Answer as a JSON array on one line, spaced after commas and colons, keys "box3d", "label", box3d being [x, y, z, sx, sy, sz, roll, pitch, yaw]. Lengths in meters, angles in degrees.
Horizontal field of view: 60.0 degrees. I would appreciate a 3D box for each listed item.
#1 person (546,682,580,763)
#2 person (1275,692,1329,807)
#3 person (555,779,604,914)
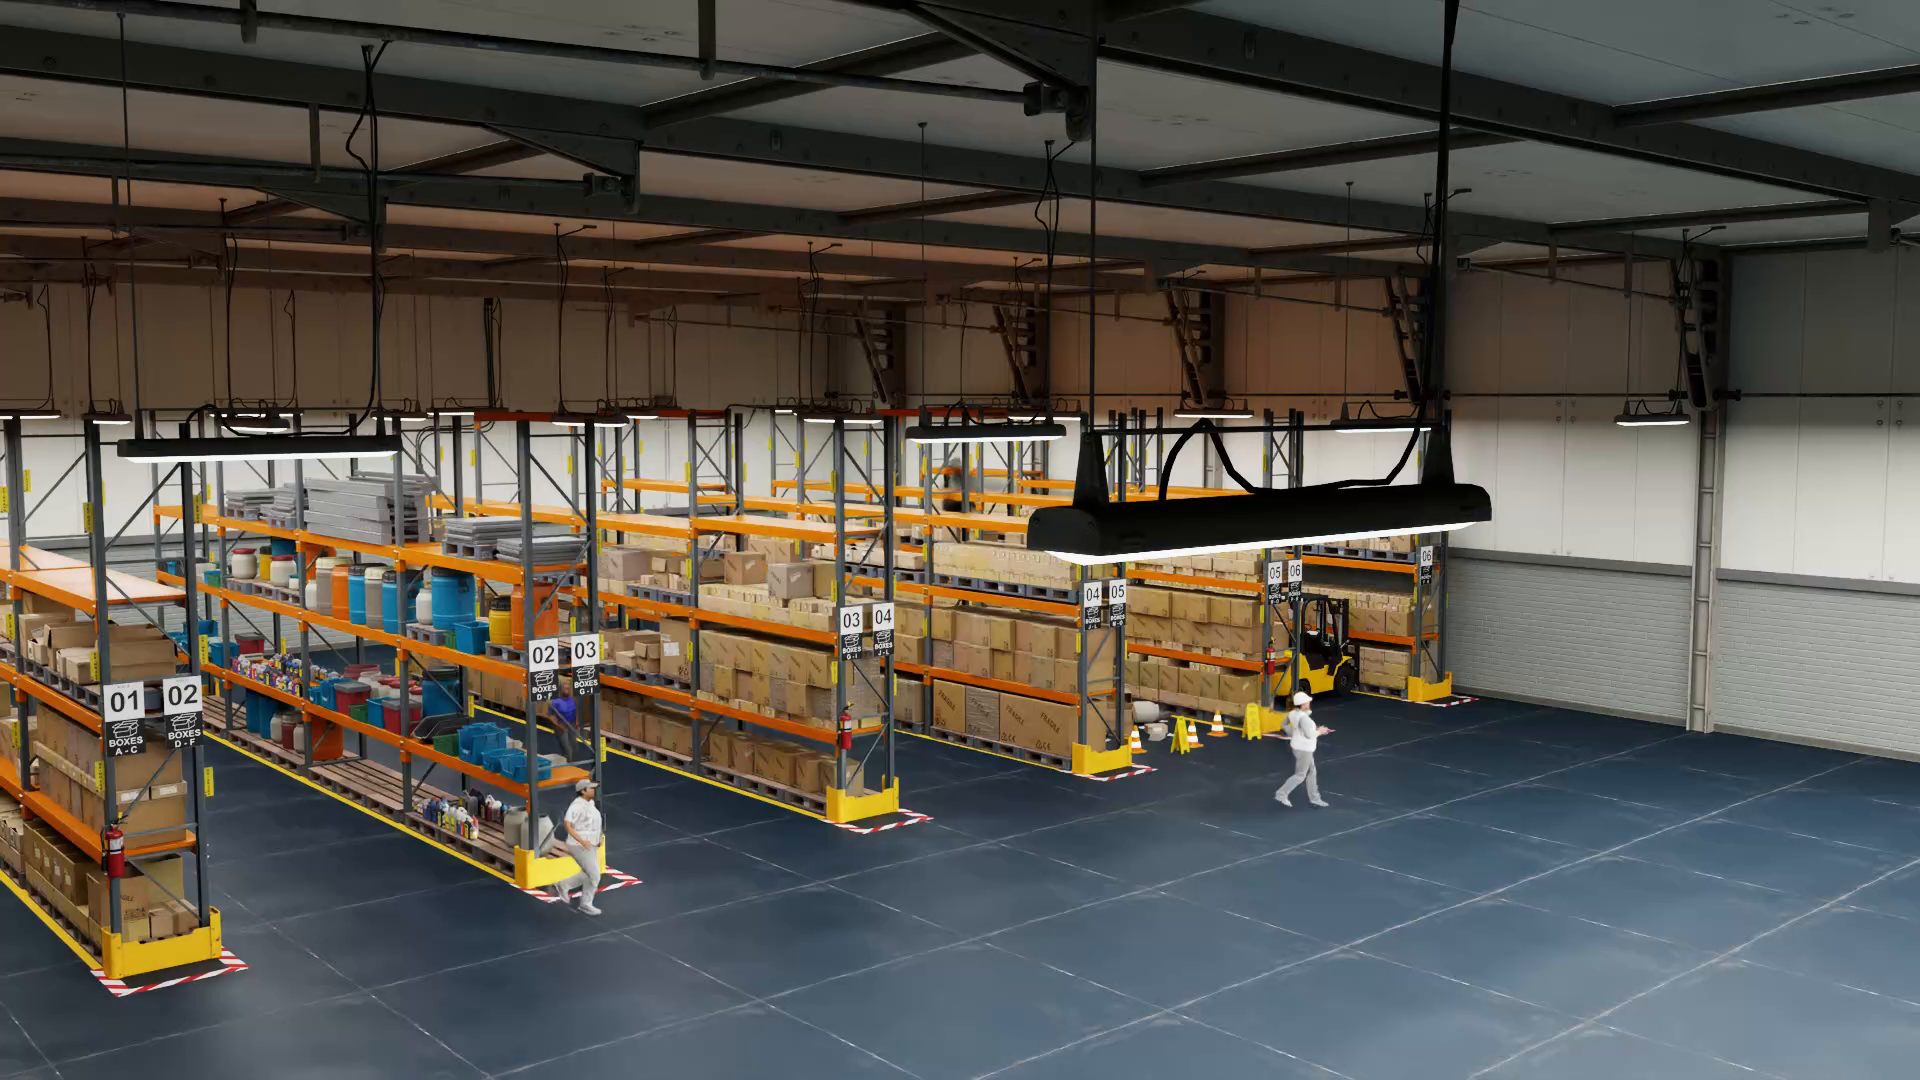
[{"box3d": [-6.495, 3.133, 27.229, 0.580, 1.626, 0.587, 4, 6, 39], "label": "person"}, {"box3d": [5.216, 3.200, 25.288, 0.881, 1.789, 0.651, 0, 5, -3], "label": "person"}, {"box3d": [-4.657, 3.745, 20.402, 0.591, 1.633, 0.635, 1, 5, 7], "label": "person"}]
